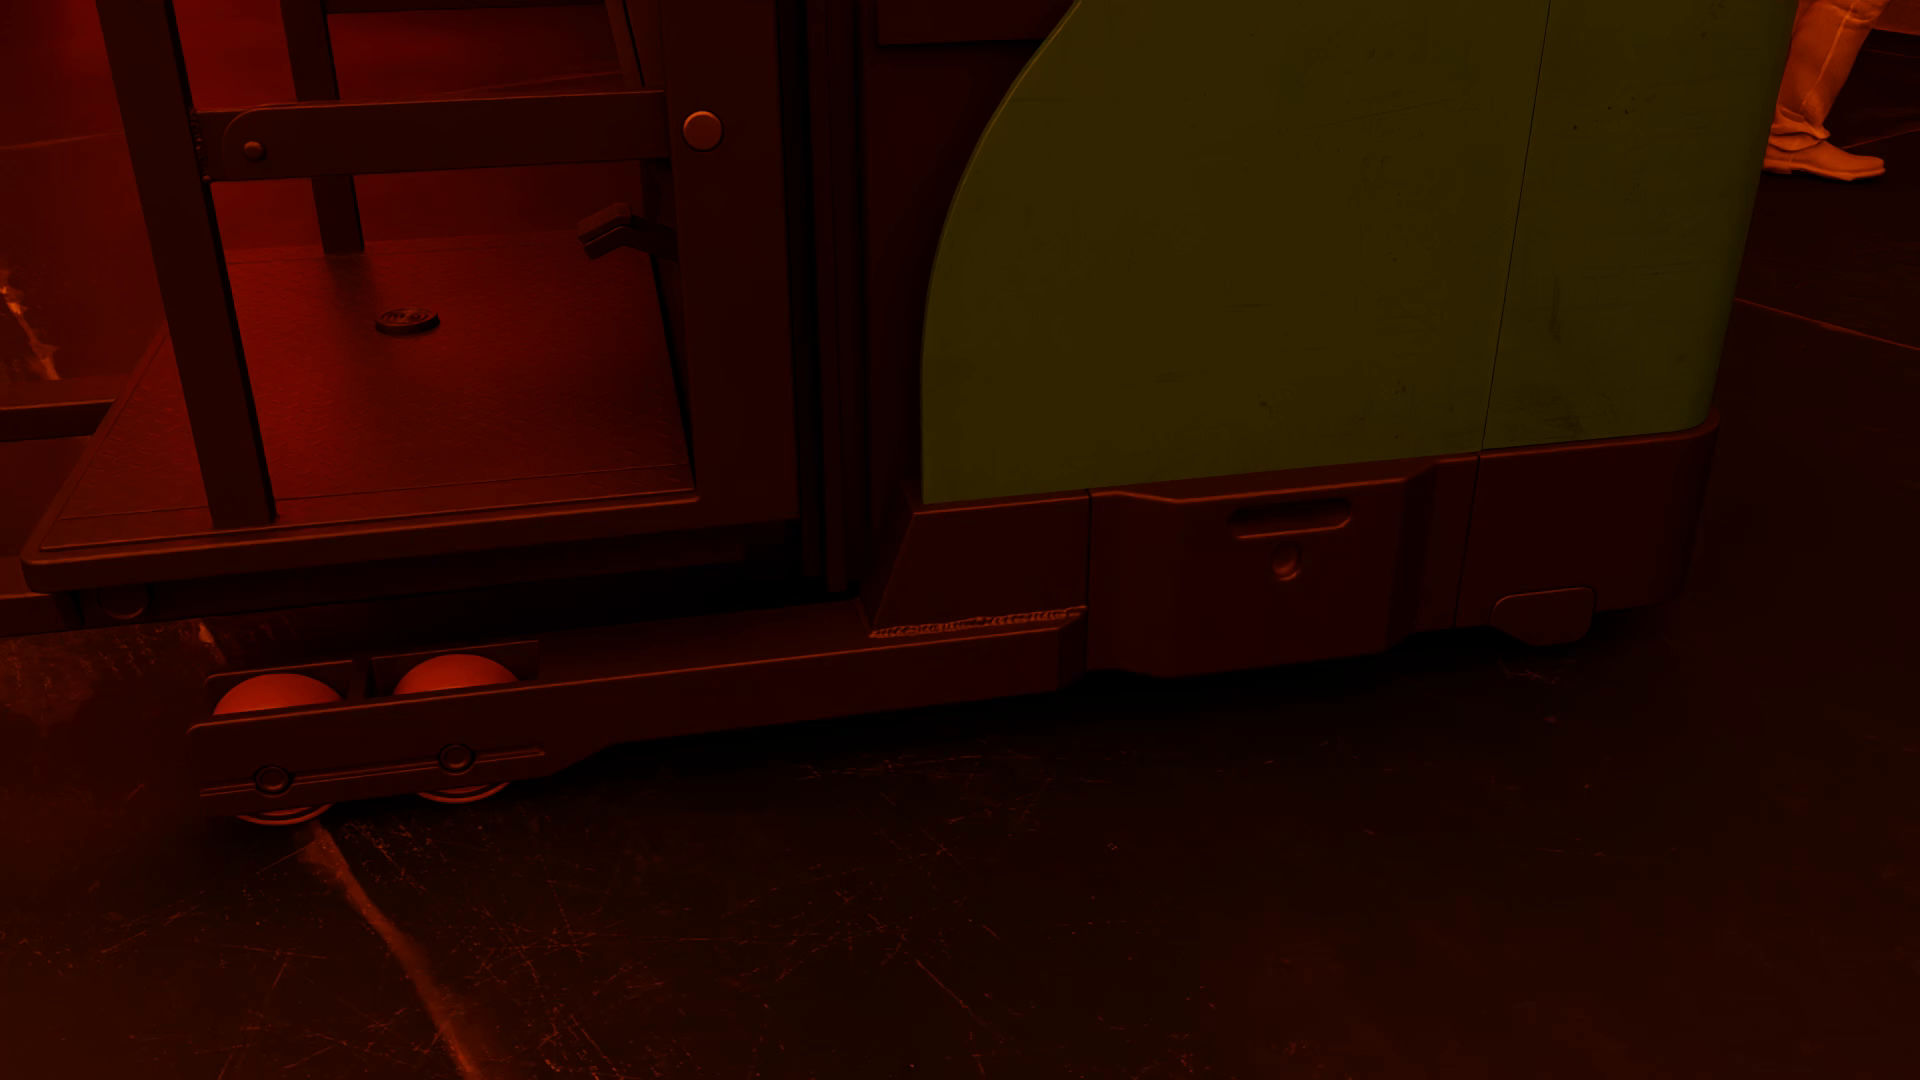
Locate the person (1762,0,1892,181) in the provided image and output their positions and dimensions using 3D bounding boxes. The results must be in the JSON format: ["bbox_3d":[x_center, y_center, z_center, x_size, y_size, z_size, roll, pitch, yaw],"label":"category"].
[{"bbox_3d":[2.263,-1.789,4.195,0.550,1.709,0.818,14,30,26],"label":"person"}]

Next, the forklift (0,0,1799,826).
[{"bbox_3d":[-0.596,-1.250,1.724,3.031,2.935,1.130,-6,27,-11],"label":"forklift"}]
